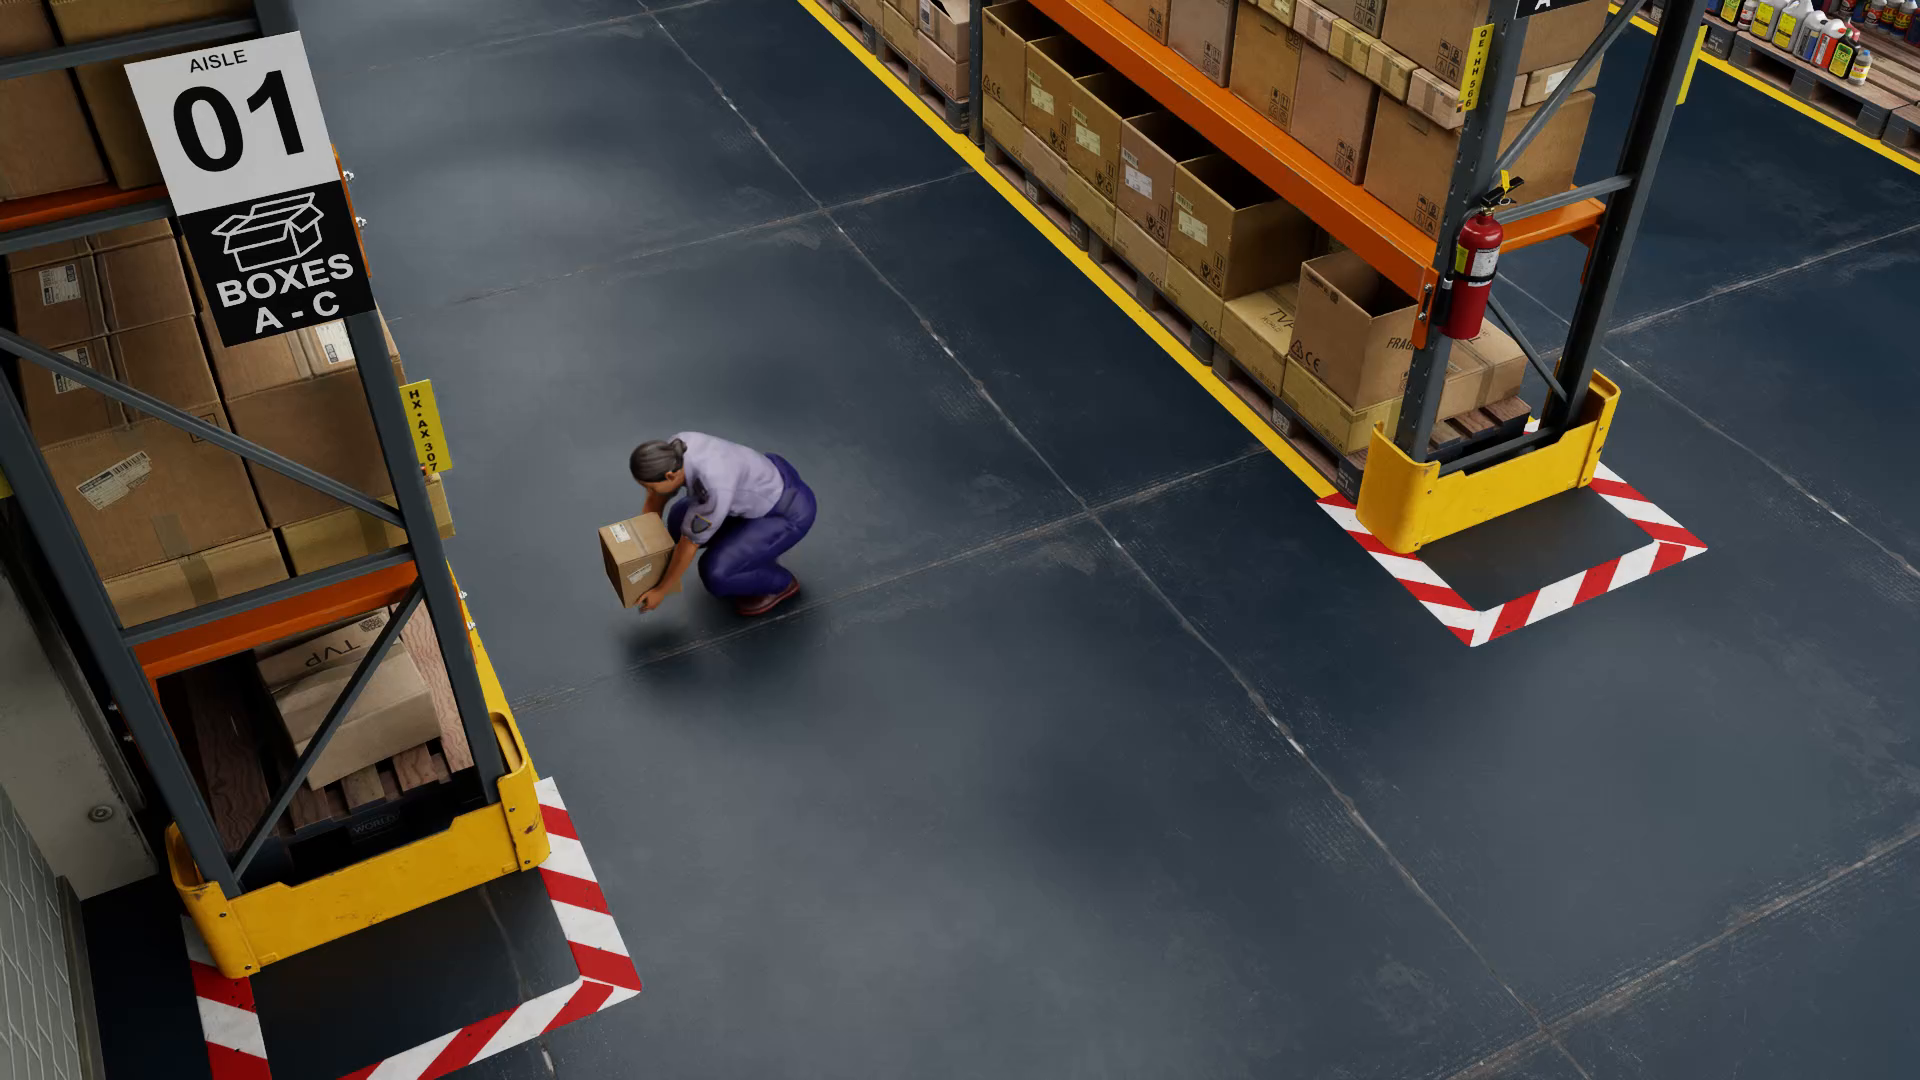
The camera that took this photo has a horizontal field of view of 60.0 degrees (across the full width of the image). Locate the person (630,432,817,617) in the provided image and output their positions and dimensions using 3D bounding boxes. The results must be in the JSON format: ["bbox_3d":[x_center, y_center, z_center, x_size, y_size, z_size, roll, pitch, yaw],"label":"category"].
[{"bbox_3d":[-1.013,-0.120,6.853,0.845,0.940,0.516,-20,45,-21],"label":"person"}]
